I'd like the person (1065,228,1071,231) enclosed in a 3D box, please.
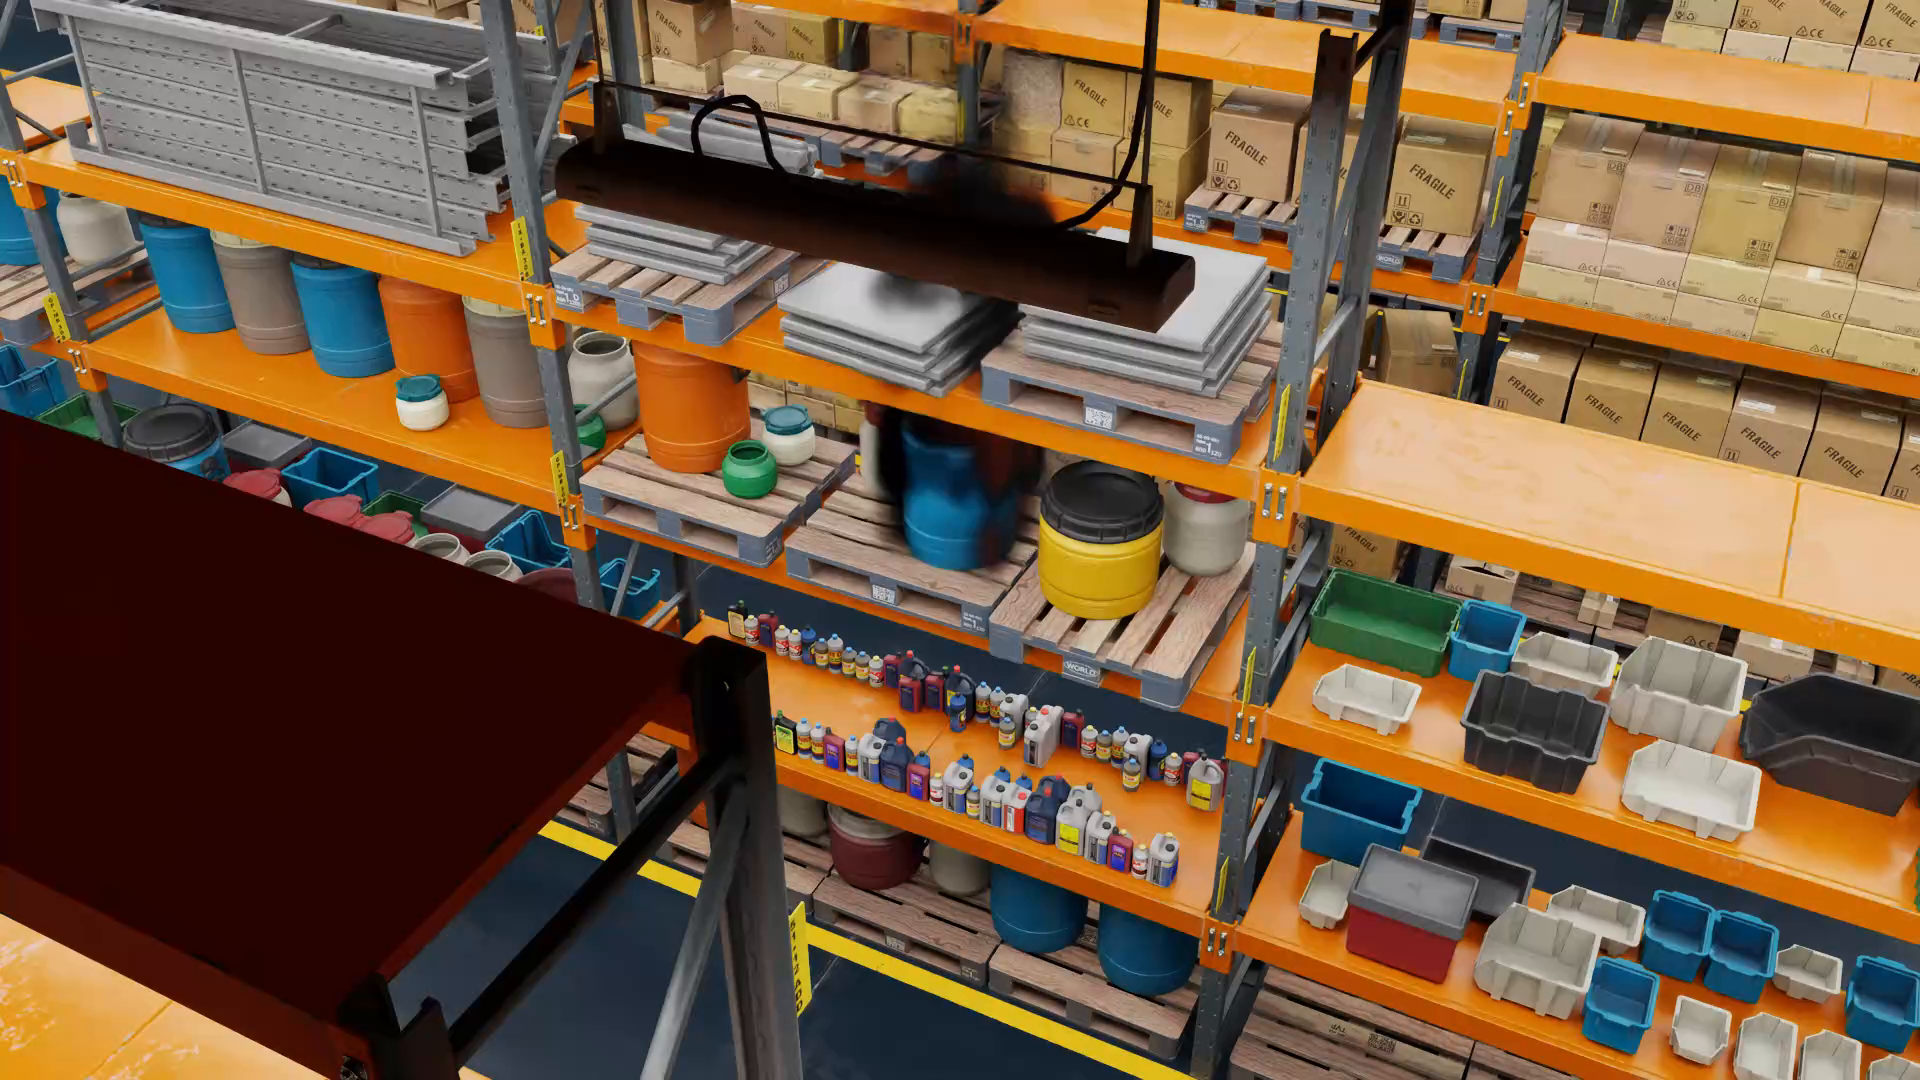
[{"bbox_3d":[1.118,-2.130,15.567,0.920,1.634,0.606,17,39,23],"label":"person"}]
